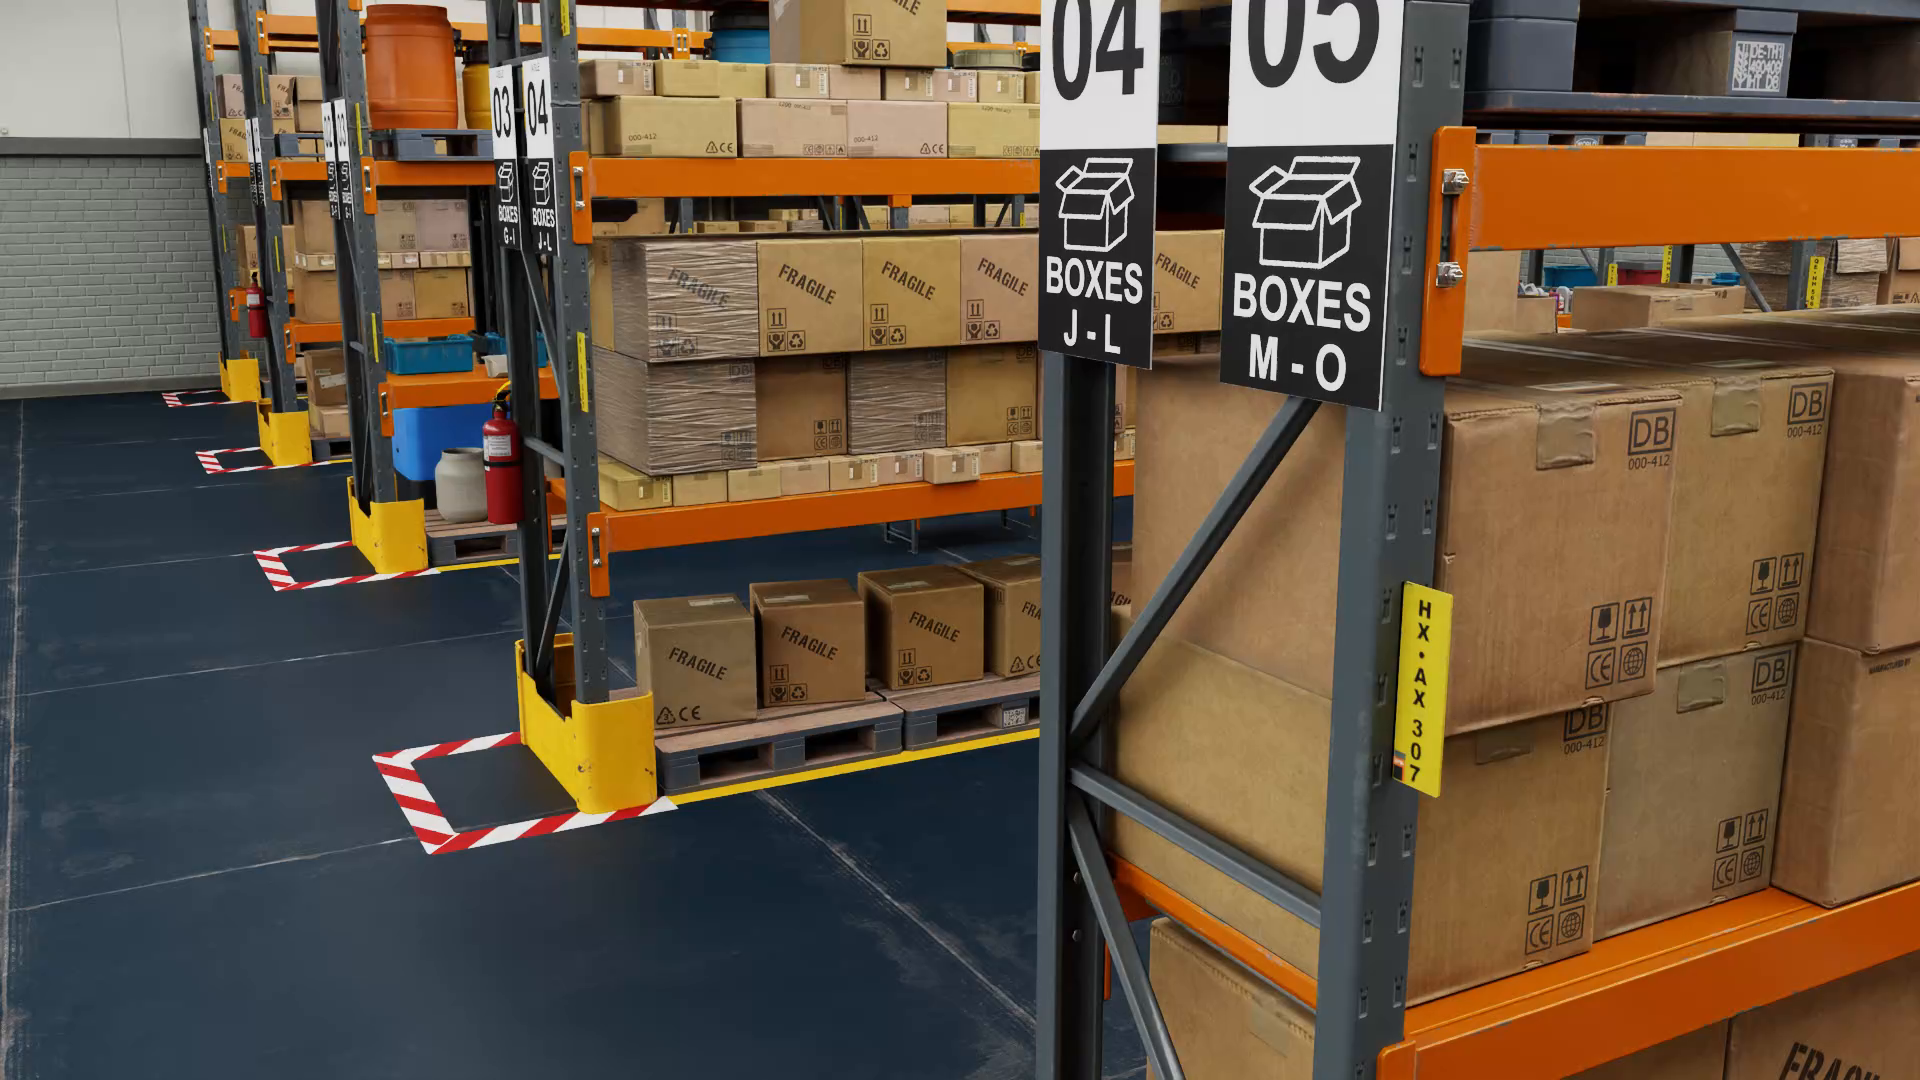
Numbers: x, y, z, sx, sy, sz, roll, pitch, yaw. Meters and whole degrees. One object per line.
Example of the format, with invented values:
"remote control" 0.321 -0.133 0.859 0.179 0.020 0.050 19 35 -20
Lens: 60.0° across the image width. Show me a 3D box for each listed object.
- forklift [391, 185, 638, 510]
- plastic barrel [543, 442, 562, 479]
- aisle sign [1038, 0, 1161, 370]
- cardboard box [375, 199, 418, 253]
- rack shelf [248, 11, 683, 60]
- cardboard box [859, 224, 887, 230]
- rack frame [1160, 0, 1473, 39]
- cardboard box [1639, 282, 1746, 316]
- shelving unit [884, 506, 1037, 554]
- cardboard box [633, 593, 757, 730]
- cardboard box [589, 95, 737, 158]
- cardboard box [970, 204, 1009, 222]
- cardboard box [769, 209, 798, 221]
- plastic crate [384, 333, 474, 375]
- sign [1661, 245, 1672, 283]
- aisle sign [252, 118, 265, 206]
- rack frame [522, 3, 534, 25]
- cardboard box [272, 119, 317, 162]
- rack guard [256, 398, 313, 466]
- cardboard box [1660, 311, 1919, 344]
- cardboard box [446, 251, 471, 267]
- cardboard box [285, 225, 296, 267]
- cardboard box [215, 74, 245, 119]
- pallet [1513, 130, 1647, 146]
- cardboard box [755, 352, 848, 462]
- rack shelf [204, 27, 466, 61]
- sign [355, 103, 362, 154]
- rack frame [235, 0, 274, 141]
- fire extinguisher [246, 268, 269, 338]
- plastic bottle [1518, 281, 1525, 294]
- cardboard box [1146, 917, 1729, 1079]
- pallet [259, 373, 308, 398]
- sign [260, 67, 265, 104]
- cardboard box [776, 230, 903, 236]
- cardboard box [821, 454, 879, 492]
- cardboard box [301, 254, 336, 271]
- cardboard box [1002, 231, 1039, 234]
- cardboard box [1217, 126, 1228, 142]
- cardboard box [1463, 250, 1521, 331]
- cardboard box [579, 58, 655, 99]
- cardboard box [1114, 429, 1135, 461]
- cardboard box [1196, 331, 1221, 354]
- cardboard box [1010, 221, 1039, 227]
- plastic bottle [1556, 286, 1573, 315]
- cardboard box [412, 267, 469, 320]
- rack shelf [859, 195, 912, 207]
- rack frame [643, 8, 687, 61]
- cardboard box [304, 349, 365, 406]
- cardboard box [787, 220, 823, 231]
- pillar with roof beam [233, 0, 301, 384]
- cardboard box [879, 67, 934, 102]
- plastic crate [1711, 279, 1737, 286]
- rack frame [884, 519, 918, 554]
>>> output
"forklift" -3.317 -1.851 14.160 3.031 2.935 1.130 -7 15 -29
"plastic barrel" -3.221 -0.463 12.543 0.421 0.512 0.421 0 13 0
"aisle sign" 0.253 -0.732 3.111 0.004 0.787 0.394 -7 14 -28
"cardboard box" -5.651 -3.080 16.281 0.500 0.500 0.700 -7 15 -29
"rack shelf" -4.817 -4.881 16.351 4.000 0.370 1.077 -7 14 -28
"cardboard box" -1.378 -4.291 23.894 0.500 0.500 0.500 -6 14 -26
"rack frame" 0.459 -2.341 2.514 0.127 3.000 1.000 -7 14 -28
"cardboard box" 4.738 -1.411 10.863 0.500 0.500 0.500 -9 16 -35
"shelving unit" 0.006 -0.549 12.489 1.048 1.125 0.538 -7 14 -28
"cardboard box" -1.273 0.572 7.973 0.500 0.500 0.500 -4 13 -17
"cardboard box" -1.282 -1.771 7.158 0.500 0.250 0.500 -6 14 -26
"cardboard box" 0.395 -4.872 24.767 0.500 0.250 0.500 -7 14 -27
"cardboard box" -2.491 -4.587 23.451 0.250 0.149 0.380 -10 16 -37
"plastic crate" -3.906 -1.373 12.215 0.616 0.251 0.499 -7 14 -28
"sign" 4.924 -1.893 11.553 0.005 0.325 0.100 -7 14 -28
"aisle sign" -6.483 -3.492 15.373 0.004 0.787 0.394 -7 14 -28
"rack frame" -5.438 -6.592 21.403 0.127 3.000 1.000 -7 14 -28
"cardboard box" -8.047 -4.803 20.012 0.500 0.500 0.500 -6 14 -24
"rack guard" -6.593 -1.068 16.215 0.348 0.500 1.175 -7 14 -28
"cardboard box" 2.201 -0.235 4.019 0.500 0.550 0.875 -7 14 -28
"cardboard box" -4.995 -2.791 16.472 0.250 0.149 0.380 -7 14 -29
"cardboard box" -7.947 -3.589 20.312 0.500 0.500 0.500 -7 14 -28
"cardboard box" -8.494 -5.248 19.712 0.500 0.500 0.500 -8 15 -32
"pallet" 3.184 -2.327 9.713 1.003 0.211 1.213 -7 14 -28
"cardboard box" -0.951 -0.703 7.994 0.500 0.500 0.875 -7 14 -28
"rack shelf" -7.193 -6.029 20.548 4.000 0.370 1.077 -7 14 -28
"sign" -3.942 -2.696 10.905 0.005 0.325 0.100 -7 14 -28
"rack frame" -6.572 -5.217 15.293 0.127 3.000 1.000 -7 14 -28
"fire extinguisher" -6.898 -2.329 16.303 0.183 0.674 0.296 -7 14 -28
"plastic bottle" 5.519 -2.394 16.527 0.185 0.351 0.144 -7 14 -28
"cardboard box" 1.023 1.334 3.733 0.875 0.875 0.875 -7 14 -28
"pallet" -8.152 -1.970 20.883 1.213 0.211 1.003 -7 14 -28
"sign" -6.311 -4.111 15.040 0.005 0.325 0.100 -7 14 -28
"cardboard box" -0.588 -1.273 8.253 0.500 0.500 0.500 -7 14 -28
"cardboard box" -0.577 -0.343 7.874 0.250 0.149 0.380 -7 14 -28
"cardboard box" -6.124 -2.655 15.869 0.250 0.149 0.380 -7 14 -28
"cardboard box" 0.542 -1.277 8.270 0.500 0.500 0.500 -7 14 -28
"cardboard box" 1.407 -2.093 8.587 0.500 0.250 0.500 -6 14 -26
"cardboard box" 2.447 -1.355 9.477 1.000 1.000 1.000 -7 14 -27
"cardboard box" -1.476 -1.949 7.041 0.250 0.149 0.380 -7 14 -28
"cardboard box" 0.714 -0.511 8.622 0.250 0.149 0.380 -7 14 -28
"cardboard box" 1.258 -0.960 9.136 0.500 0.500 0.875 -7 14 -28
"cardboard box" 0.857 -4.557 25.077 0.500 0.500 0.500 -7 14 -27
"plastic bottle" 6.140 -2.433 16.871 0.135 0.276 0.152 -7 14 -28
"cardboard box" -5.259 -2.493 16.625 0.500 0.500 0.700 -7 14 -27
"rack shelf" 1.065 -3.078 14.263 4.000 0.370 1.077 -7 14 -28
"rack frame" -3.061 -5.637 17.163 0.127 3.000 1.000 -7 14 -28
"cardboard box" -6.244 -1.633 16.631 0.500 0.500 0.500 -7 14 -28
"cardboard box" -2.335 -4.298 23.644 0.500 0.500 0.700 -9 15 -34
"pillar with roof beam" -6.686 -5.582 16.915 0.400 9.000 9.100 -7 14 -28
"cardboard box" -0.318 -2.080 7.620 0.250 0.149 0.380 -8 15 -30
"plastic crate" 8.162 -2.700 18.020 0.300 0.233 0.416 -7 14 -28
"rack frame" -0.440 -0.496 12.251 0.032 1.125 0.500 -7 14 -28
